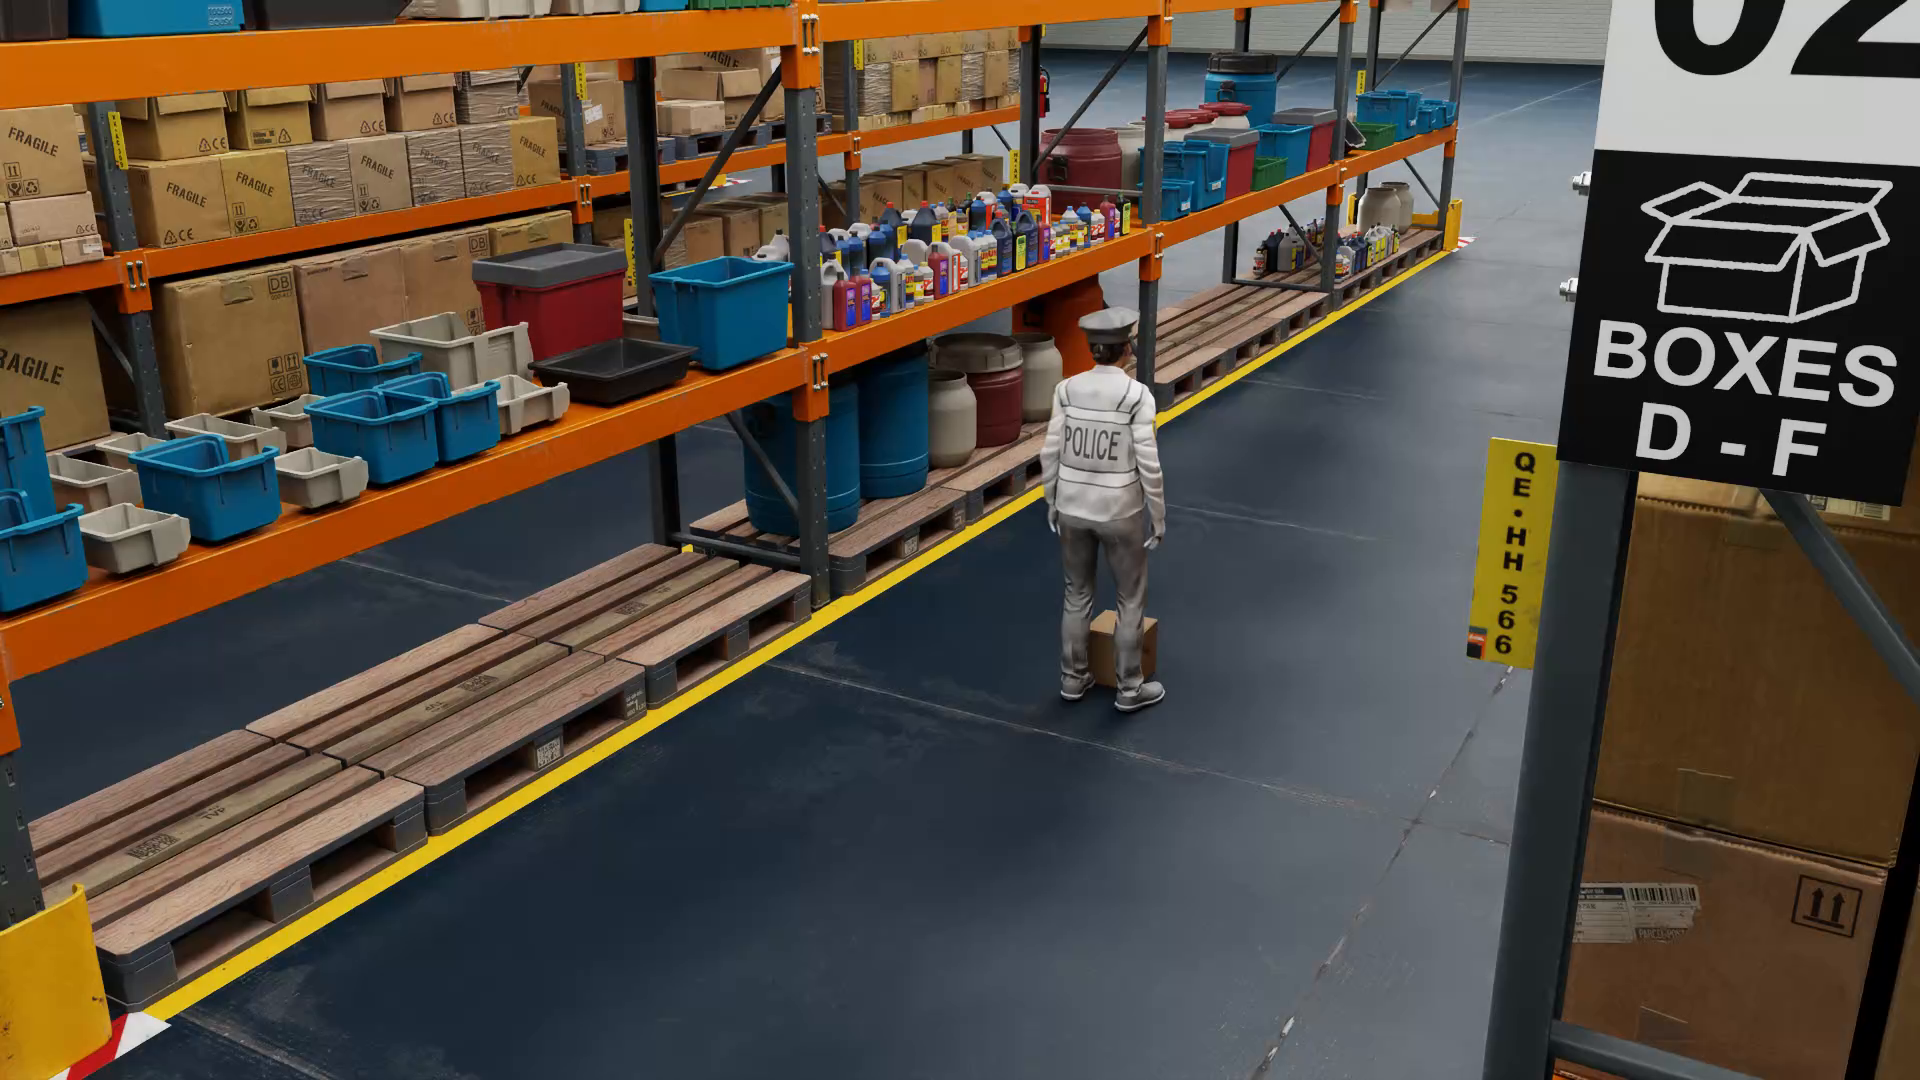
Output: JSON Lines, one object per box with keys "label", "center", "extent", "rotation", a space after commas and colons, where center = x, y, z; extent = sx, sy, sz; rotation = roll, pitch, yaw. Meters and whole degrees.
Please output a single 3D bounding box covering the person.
{"label": "person", "center": [0.593, -0.112, 6.879], "extent": [0.536, 1.663, 0.379], "rotation": [10, 22, 27]}
